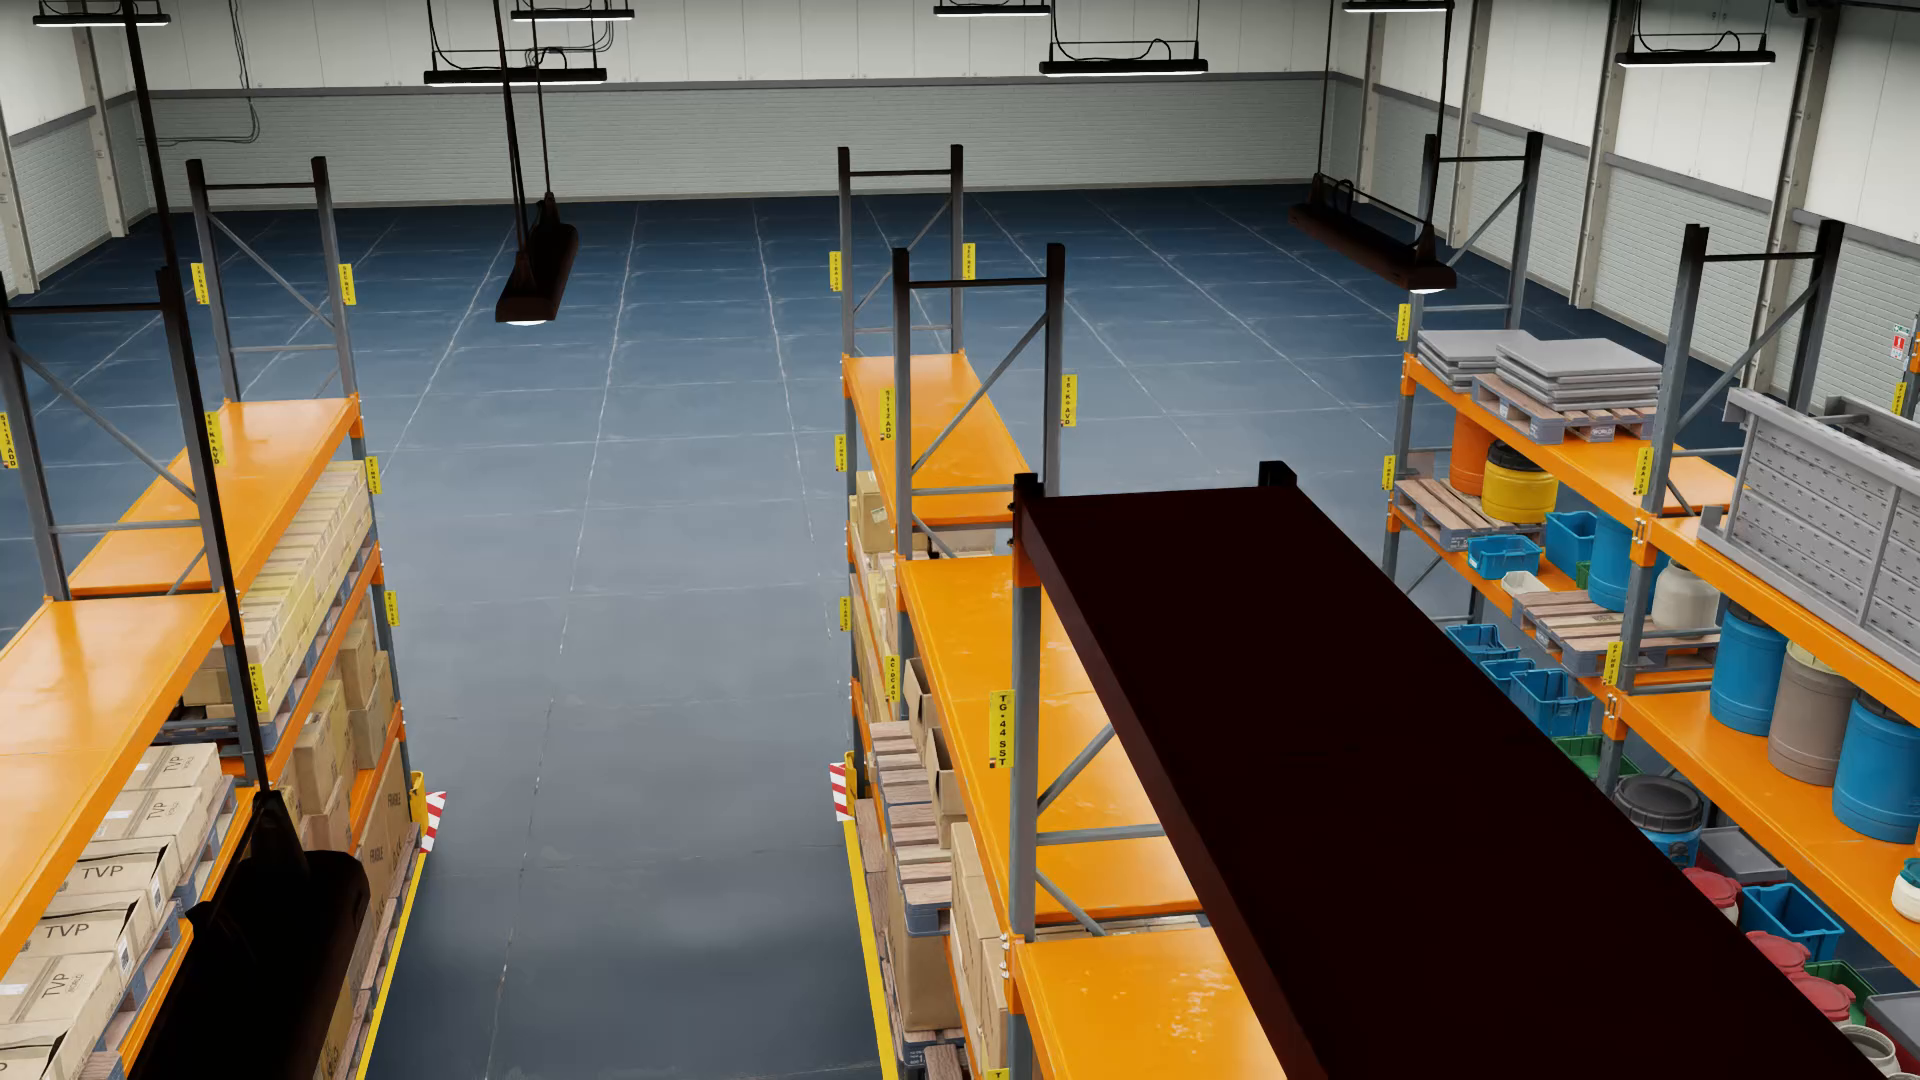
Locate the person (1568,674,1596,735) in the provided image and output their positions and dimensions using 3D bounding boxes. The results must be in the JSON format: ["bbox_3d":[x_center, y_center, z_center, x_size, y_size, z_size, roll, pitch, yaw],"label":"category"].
[{"bbox_3d":[5.980,1.327,16.071,0.469,1.670,0.710,-15,26,-33],"label":"person"}]
